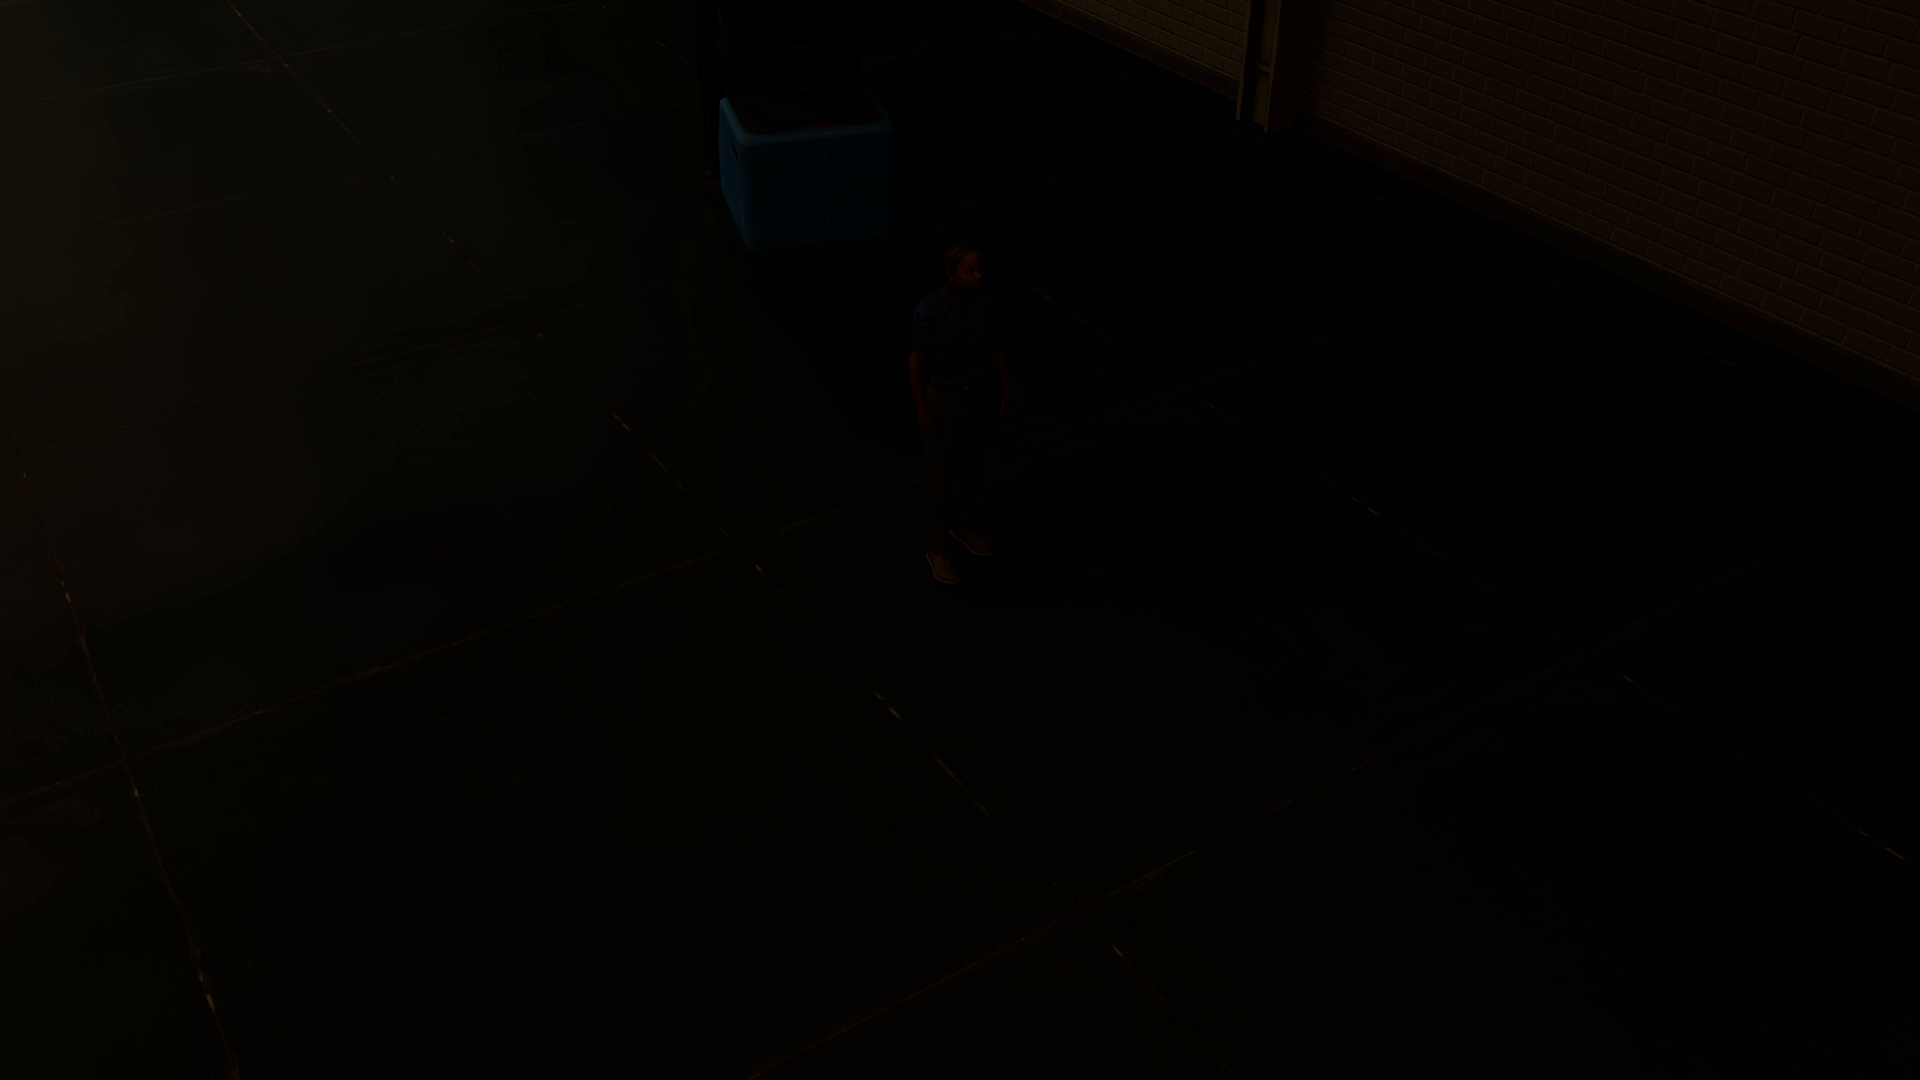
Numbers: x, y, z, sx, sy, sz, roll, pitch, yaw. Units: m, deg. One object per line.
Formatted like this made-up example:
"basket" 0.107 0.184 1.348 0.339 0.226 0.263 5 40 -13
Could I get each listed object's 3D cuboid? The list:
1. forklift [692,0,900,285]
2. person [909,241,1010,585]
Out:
"forklift" -1.303 -3.725 11.449 1.130 2.935 3.031 -9 36 -13
"person" 0.031 -0.634 8.149 0.569 1.654 0.504 -21 40 -27
